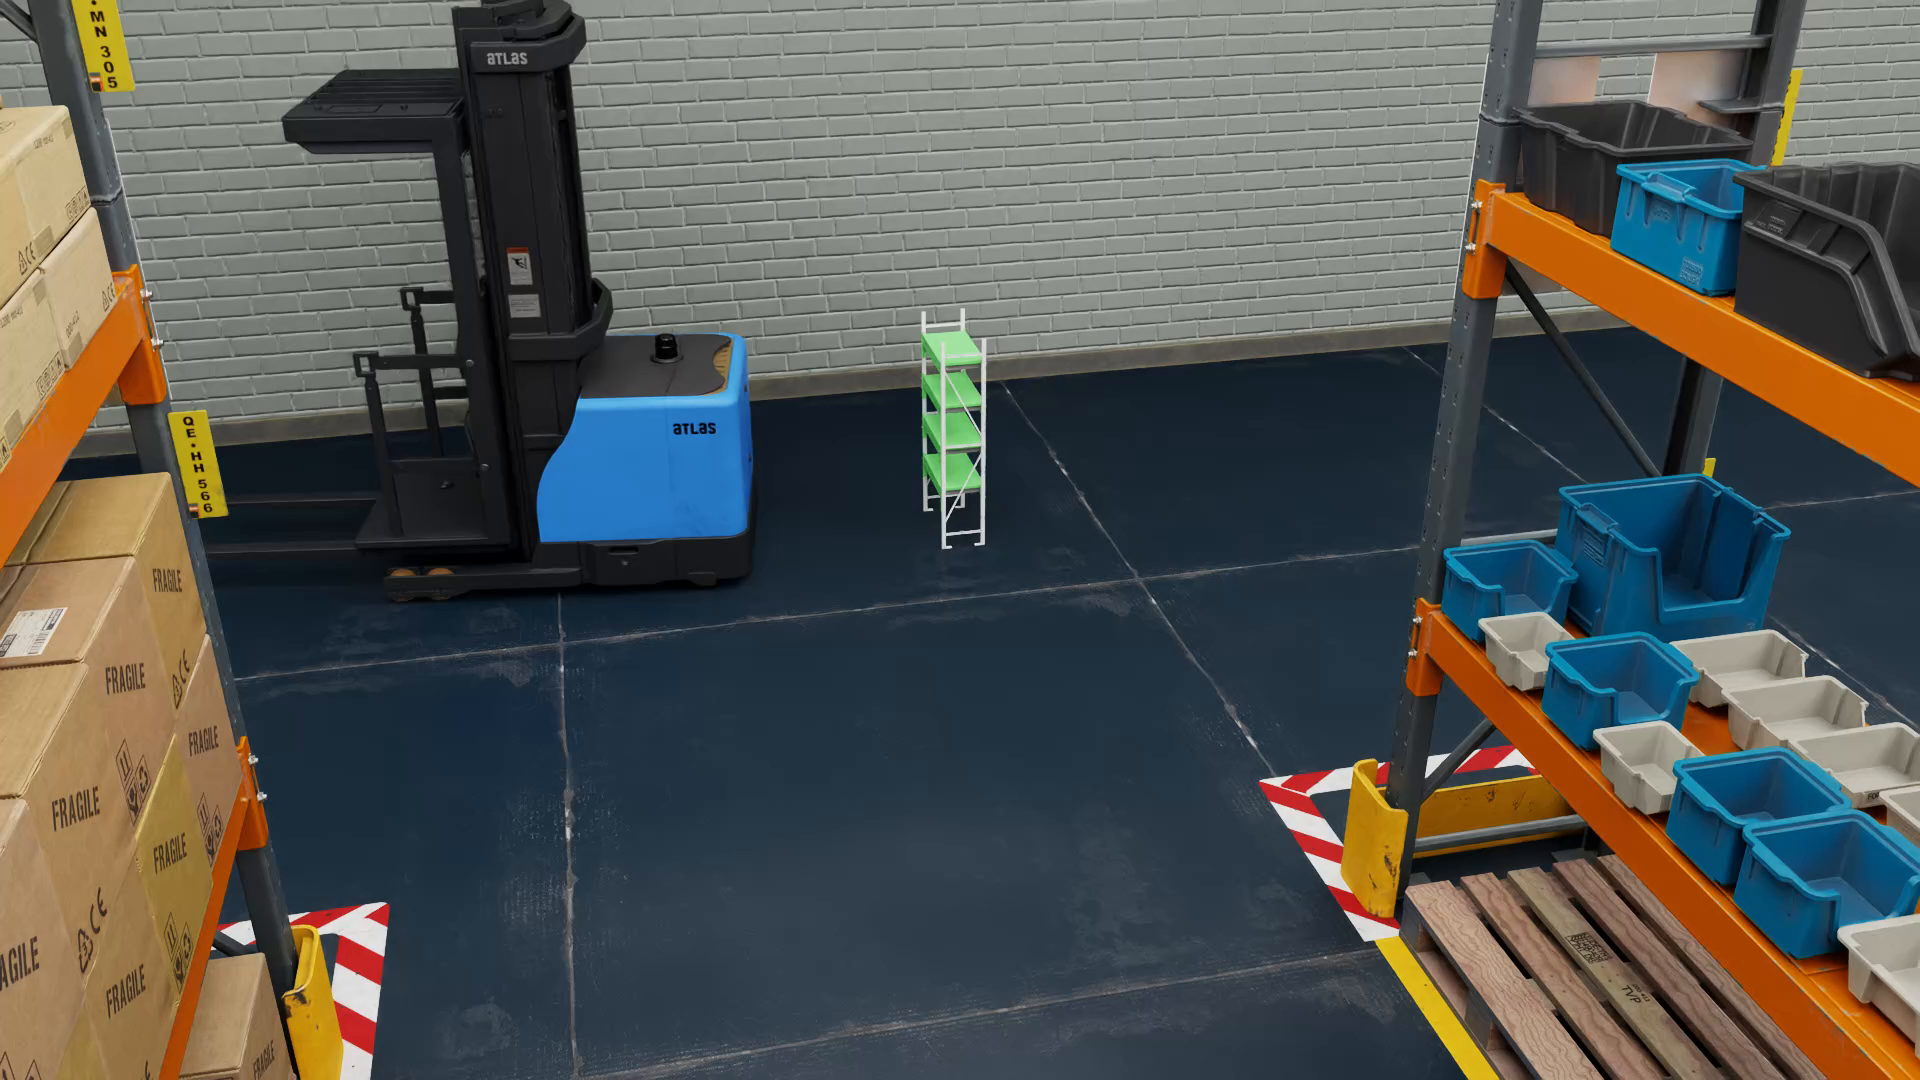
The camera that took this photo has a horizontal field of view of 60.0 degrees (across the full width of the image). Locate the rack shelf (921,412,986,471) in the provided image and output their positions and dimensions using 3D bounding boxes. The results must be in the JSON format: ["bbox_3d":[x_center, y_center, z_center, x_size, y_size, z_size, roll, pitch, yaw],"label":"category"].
[{"bbox_3d":[-0.037,-0.551,9.152,0.258,0.148,0.480,-6,27,-12],"label":"rack shelf"}]

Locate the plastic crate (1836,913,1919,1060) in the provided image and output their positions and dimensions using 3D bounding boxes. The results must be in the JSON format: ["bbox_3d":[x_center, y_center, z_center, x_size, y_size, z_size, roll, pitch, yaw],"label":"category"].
[{"bbox_3d":[2.344,1.106,3.956,0.293,0.136,0.466,-6,27,-12],"label":"plastic crate"}]

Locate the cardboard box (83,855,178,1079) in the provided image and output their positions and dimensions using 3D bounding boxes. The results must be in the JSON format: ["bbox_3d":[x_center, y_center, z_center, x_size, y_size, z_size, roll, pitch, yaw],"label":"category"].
[{"bbox_3d":[-2.106,1.066,3.699,0.500,0.500,0.500,-6,27,-11],"label":"cardboard box"}]

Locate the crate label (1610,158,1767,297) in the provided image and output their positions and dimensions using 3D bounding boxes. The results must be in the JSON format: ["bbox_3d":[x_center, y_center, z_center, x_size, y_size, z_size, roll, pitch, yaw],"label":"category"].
[{"bbox_3d":[2.021,-0.842,4.425,0.408,0.251,0.502,-6,27,-12],"label":"crate label"}]

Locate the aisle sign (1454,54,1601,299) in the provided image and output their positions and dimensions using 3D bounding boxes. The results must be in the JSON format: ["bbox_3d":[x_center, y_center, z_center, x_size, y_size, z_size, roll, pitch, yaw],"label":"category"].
[{"bbox_3d":[1.822,-1.169,5.352,0.394,0.787,0.004,-6,27,-12],"label":"aisle sign"}]

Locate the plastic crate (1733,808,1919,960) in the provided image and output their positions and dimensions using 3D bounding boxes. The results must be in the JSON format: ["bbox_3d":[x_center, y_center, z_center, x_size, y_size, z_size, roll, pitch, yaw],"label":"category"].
[{"bbox_3d":[2.227,0.892,4.272,0.416,0.233,0.300,-6,27,-12],"label":"plastic crate"}]

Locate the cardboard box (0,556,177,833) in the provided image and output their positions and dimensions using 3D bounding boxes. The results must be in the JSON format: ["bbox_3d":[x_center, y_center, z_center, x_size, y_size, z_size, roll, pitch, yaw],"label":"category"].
[{"bbox_3d":[-2.216,0.392,3.923,0.500,0.500,0.500,-5,27,-10],"label":"cardboard box"}]

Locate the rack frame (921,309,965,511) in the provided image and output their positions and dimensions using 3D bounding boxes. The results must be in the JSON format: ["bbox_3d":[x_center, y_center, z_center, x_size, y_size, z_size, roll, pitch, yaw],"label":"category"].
[{"bbox_3d":[-0.092,-0.715,9.336,0.240,1.200,0.015,-6,27,-12],"label":"rack frame"}]

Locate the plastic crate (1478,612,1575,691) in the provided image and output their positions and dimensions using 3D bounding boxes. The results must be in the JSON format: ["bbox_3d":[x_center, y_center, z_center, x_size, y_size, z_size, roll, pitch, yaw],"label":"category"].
[{"bbox_3d":[1.854,0.375,5.405,0.250,0.136,0.298,-6,27,-12],"label":"plastic crate"}]

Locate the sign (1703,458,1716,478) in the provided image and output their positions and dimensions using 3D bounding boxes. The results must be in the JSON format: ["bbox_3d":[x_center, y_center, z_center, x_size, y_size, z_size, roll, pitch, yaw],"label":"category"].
[{"bbox_3d":[2.660,-0.143,6.023,0.100,0.325,0.005,-6,27,-12],"label":"sign"}]

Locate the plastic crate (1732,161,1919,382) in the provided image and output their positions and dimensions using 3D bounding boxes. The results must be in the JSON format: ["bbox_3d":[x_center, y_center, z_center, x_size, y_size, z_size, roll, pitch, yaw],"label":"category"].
[{"bbox_3d":[2.204,-0.620,3.889,0.504,0.338,0.767,-6,27,-12],"label":"plastic crate"}]

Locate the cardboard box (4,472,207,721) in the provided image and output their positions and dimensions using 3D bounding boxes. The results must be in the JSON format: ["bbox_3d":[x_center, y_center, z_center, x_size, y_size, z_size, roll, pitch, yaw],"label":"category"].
[{"bbox_3d":[-2.331,0.171,4.362,0.500,0.500,0.500,-6,27,-12],"label":"cardboard box"}]

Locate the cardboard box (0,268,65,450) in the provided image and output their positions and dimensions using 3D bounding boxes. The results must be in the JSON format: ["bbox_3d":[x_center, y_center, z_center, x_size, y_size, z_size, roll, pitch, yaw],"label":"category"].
[{"bbox_3d":[-2.224,-0.359,3.469,0.500,0.250,0.500,-6,27,-12],"label":"cardboard box"}]

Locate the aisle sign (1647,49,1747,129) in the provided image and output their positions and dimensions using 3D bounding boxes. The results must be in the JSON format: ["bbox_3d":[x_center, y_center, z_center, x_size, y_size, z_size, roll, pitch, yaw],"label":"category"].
[{"bbox_3d":[2.397,-1.229,5.471,0.394,0.787,0.004,-6,27,-12],"label":"aisle sign"}]

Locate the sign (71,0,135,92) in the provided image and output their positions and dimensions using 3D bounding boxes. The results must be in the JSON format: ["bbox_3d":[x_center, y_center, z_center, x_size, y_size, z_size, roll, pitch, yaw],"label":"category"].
[{"bbox_3d":[-2.154,-1.288,4.161,0.100,0.325,0.005,-6,27,-12],"label":"sign"}]

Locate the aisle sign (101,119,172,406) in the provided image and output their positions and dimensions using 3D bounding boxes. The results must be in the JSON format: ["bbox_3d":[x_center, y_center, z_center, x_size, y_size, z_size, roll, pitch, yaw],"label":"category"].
[{"bbox_3d":[-2.416,-0.727,4.477,0.394,0.787,0.004,-6,27,-12],"label":"aisle sign"}]

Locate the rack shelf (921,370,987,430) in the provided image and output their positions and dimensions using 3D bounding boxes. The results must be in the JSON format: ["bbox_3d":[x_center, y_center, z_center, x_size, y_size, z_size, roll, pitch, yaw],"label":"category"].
[{"bbox_3d":[-0.037,-0.766,9.044,0.258,0.148,0.480,-6,27,-12],"label":"rack shelf"}]

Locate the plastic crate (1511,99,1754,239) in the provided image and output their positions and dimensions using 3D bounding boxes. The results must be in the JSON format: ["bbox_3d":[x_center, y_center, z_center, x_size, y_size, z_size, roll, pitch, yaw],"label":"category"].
[{"bbox_3d":[1.943,-1.091,4.898,0.497,0.269,0.590,-6,27,-12],"label":"plastic crate"}]

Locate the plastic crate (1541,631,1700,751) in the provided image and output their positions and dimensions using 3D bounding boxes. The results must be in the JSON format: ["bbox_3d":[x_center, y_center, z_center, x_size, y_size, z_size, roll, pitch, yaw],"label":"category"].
[{"bbox_3d":[2.011,0.472,5.106,0.416,0.233,0.300,-6,27,-12],"label":"plastic crate"}]

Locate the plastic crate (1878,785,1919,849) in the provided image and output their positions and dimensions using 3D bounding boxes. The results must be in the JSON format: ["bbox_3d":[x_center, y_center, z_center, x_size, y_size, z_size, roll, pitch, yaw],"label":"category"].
[{"bbox_3d":[2.710,0.800,4.562,0.298,0.136,0.250,-6,27,-12],"label":"plastic crate"}]

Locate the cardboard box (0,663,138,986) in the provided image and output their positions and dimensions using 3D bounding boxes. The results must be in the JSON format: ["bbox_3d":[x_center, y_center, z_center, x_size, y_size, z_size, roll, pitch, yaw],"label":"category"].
[{"bbox_3d":[-2.095,0.619,3.473,0.500,0.500,0.500,-5,27,-10],"label":"cardboard box"}]

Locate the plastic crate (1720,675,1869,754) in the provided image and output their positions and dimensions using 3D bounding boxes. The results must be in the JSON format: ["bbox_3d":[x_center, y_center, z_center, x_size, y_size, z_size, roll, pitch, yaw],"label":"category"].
[{"bbox_3d":[2.539,0.552,5.053,0.396,0.136,0.243,-6,27,-12],"label":"plastic crate"}]

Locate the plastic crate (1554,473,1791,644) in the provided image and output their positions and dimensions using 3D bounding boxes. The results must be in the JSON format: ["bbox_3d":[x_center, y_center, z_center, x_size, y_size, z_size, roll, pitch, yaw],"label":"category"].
[{"bbox_3d":[2.385,0.078,5.660,0.616,0.435,0.499,-6,27,-12],"label":"plastic crate"}]

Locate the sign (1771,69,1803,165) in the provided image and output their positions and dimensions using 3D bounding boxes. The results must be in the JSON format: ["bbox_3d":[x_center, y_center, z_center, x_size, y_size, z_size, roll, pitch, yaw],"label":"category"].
[{"bbox_3d":[2.660,-1.363,5.408,0.100,0.325,0.005,-6,27,-12],"label":"sign"}]

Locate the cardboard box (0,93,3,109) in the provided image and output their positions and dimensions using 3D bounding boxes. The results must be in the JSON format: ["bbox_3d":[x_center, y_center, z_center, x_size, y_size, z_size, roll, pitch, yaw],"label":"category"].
[{"bbox_3d":[-2.567,-1.112,3.575,0.700,0.500,0.500,-6,27,-12],"label":"cardboard box"}]

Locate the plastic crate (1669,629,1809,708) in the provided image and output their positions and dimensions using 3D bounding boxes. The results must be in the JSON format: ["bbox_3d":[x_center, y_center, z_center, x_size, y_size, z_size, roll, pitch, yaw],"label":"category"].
[{"bbox_3d":[2.488,0.423,5.308,0.396,0.136,0.243,-6,27,-12],"label":"plastic crate"}]

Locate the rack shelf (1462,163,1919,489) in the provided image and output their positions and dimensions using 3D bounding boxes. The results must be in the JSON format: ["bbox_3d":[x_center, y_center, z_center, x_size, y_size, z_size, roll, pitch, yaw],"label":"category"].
[{"bbox_3d":[2.578,-0.147,3.682,1.077,0.370,4.000,-6,27,-12],"label":"rack shelf"}]

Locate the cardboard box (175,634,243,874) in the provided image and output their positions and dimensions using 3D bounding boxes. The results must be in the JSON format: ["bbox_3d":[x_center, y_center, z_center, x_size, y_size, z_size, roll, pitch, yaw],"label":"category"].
[{"bbox_3d":[-2.333,0.619,4.585,0.500,0.500,0.500,-5,27,-10],"label":"cardboard box"}]

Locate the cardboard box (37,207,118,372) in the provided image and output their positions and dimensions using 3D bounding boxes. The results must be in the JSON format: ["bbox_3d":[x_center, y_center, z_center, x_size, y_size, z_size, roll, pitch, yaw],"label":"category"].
[{"bbox_3d":[-2.326,-0.579,3.906,0.500,0.250,0.500,-6,27,-12],"label":"cardboard box"}]

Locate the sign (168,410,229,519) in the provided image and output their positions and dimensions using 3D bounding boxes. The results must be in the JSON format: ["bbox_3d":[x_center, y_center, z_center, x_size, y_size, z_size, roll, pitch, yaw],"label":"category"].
[{"bbox_3d":[-2.154,-0.211,4.704,0.100,0.325,0.005,-6,27,-12],"label":"sign"}]

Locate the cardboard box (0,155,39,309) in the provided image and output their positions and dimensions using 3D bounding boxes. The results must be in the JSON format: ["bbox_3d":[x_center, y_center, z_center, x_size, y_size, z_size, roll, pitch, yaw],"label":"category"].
[{"bbox_3d":[-2.222,-0.582,3.357,0.500,0.250,0.500,-6,27,-12],"label":"cardboard box"}]

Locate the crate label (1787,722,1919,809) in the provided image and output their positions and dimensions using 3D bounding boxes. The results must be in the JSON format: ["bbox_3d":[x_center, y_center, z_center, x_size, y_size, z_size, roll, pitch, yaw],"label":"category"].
[{"bbox_3d":[2.626,0.672,4.816,0.396,0.136,0.243,-6,27,-12],"label":"crate label"}]

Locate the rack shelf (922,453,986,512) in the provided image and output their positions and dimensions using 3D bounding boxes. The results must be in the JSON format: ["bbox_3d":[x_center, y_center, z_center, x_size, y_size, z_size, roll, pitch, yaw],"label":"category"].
[{"bbox_3d":[-0.037,-0.337,9.261,0.258,0.148,0.480,-6,27,-12],"label":"rack shelf"}]

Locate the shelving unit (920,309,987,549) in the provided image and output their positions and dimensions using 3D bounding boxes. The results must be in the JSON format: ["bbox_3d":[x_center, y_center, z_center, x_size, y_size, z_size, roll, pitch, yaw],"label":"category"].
[{"bbox_3d":[-0.037,-0.608,9.124,0.258,1.200,0.503,-6,27,-12],"label":"shelving unit"}]

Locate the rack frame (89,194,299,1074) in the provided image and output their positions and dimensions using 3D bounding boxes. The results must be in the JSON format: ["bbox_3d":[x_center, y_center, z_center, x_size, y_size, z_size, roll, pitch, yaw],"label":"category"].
[{"bbox_3d":[-2.699,0.494,4.942,1.000,3.000,0.127,-6,27,-12],"label":"rack frame"}]

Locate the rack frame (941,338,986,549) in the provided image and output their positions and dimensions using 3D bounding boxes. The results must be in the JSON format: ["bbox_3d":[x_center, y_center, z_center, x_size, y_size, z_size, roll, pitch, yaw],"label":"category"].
[{"bbox_3d":[0.018,-0.501,8.911,0.240,1.200,0.015,-6,27,-12],"label":"rack frame"}]

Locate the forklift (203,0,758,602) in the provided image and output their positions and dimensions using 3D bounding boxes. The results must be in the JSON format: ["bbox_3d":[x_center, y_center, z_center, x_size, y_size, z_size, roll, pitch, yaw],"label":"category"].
[{"bbox_3d":[-2.642,-1.235,8.445,3.031,2.935,1.130,-2,27,-4],"label":"forklift"}]

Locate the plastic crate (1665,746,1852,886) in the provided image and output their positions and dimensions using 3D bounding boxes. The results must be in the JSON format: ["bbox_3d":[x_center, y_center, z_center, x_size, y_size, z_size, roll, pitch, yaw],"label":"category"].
[{"bbox_3d":[2.159,0.761,4.533,0.416,0.233,0.300,-6,27,-12],"label":"plastic crate"}]

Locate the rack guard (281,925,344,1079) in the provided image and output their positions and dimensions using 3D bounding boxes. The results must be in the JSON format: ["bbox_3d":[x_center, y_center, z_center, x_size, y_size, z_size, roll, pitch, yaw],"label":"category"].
[{"bbox_3d":[-2.682,1.643,5.439,1.175,0.500,0.348,-6,27,-12],"label":"rack guard"}]

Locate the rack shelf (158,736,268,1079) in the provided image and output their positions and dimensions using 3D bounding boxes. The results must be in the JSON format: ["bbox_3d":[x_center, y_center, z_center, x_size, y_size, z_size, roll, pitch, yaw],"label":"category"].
[{"bbox_3d":[-2.248,1.693,3.365,1.077,0.370,4.000,-6,27,-12],"label":"rack shelf"}]

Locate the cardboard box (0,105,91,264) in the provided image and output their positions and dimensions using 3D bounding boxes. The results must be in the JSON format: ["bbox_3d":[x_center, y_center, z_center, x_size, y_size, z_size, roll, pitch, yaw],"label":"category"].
[{"bbox_3d":[-2.335,-0.801,3.792,0.500,0.250,0.500,-6,27,-12],"label":"cardboard box"}]

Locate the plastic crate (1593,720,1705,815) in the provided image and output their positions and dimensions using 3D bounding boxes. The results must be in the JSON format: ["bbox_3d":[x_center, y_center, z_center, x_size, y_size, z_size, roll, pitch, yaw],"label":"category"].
[{"bbox_3d":[2.007,0.673,4.815,0.250,0.136,0.298,-6,27,-12],"label":"plastic crate"}]

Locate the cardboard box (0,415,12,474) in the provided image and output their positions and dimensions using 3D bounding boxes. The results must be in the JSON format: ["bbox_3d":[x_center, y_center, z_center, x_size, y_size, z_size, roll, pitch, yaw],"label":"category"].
[{"bbox_3d":[-2.099,-0.140,3.037,0.500,0.250,0.500,-6,27,-12],"label":"cardboard box"}]

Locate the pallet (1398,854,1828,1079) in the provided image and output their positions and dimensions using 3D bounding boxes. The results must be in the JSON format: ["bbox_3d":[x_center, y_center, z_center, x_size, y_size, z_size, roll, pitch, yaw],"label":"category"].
[{"bbox_3d":[2.276,1.604,5.838,1.003,0.211,1.213,-6,27,-12],"label":"pallet"}]

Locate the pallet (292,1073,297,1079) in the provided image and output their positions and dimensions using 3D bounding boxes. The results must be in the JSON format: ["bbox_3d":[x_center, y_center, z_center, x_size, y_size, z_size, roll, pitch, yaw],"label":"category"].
[{"bbox_3d":[-2.501,2.122,4.811,1.003,0.211,1.213,-6,27,-12],"label":"pallet"}]

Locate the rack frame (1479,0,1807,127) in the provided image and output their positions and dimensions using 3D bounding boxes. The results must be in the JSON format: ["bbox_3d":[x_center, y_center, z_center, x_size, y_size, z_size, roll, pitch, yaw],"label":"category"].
[{"bbox_3d":[2.128,-2.685,4.583,1.000,3.000,0.127,-6,27,-12],"label":"rack frame"}]

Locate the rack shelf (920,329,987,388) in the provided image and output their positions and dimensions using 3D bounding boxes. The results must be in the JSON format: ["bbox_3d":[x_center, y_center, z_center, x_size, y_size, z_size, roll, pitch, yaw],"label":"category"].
[{"bbox_3d":[-0.037,-0.980,8.936,0.258,0.148,0.480,-6,27,-12],"label":"rack shelf"}]

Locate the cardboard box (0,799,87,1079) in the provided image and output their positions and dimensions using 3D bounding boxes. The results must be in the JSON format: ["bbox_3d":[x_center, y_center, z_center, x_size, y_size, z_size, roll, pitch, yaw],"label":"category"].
[{"bbox_3d":[-1.979,0.845,3.026,0.500,0.500,0.500,-5,27,-10],"label":"cardboard box"}]

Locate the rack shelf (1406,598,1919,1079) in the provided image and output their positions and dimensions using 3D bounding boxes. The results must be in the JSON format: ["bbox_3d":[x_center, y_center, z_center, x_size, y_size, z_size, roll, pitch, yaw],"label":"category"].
[{"bbox_3d":[2.578,1.192,4.358,1.077,0.370,4.000,-6,27,-12],"label":"rack shelf"}]

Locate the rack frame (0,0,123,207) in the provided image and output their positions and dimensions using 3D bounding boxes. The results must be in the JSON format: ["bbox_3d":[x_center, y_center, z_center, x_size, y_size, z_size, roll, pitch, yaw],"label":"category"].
[{"bbox_3d":[-2.699,-2.184,3.590,1.000,3.000,0.127,-6,27,-12],"label":"rack frame"}]

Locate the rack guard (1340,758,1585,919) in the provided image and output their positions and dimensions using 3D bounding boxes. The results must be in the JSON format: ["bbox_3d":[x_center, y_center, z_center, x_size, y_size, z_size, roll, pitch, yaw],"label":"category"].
[{"bbox_3d":[2.110,1.100,6.517,1.175,0.500,0.348,-6,27,-12],"label":"rack guard"}]

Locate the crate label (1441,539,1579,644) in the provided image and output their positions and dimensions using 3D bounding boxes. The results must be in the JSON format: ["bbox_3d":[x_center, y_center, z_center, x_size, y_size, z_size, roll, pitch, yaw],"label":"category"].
[{"bbox_3d":[1.863,0.183,5.678,0.416,0.233,0.303,-6,27,-12],"label":"crate label"}]

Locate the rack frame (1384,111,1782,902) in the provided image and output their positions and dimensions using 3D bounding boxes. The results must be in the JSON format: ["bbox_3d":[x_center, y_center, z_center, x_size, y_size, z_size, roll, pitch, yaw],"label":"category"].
[{"bbox_3d":[2.128,-0.007,5.935,1.000,3.000,0.127,-6,27,-12],"label":"rack frame"}]

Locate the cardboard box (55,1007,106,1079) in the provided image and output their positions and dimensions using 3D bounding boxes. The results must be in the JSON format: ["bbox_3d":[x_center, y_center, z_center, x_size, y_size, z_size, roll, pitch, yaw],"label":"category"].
[{"bbox_3d":[-1.992,1.287,3.261,0.500,0.500,0.500,-6,27,-12],"label":"cardboard box"}]

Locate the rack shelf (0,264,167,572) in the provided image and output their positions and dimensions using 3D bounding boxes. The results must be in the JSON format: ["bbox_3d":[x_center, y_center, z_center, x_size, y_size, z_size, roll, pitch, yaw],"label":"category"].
[{"bbox_3d":[-2.248,0.354,2.689,1.077,0.370,4.000,-6,27,-12],"label":"rack shelf"}]

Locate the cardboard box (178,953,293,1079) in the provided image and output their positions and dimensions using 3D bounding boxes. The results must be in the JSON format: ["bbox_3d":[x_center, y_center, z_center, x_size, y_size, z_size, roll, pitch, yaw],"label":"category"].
[{"bbox_3d":[-2.337,1.627,4.983,0.500,0.500,0.500,-6,27,-12],"label":"cardboard box"}]

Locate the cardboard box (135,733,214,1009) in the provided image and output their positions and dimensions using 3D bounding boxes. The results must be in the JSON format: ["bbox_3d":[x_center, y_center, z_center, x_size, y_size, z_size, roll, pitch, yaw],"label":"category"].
[{"bbox_3d":[-2.213,0.846,4.134,0.500,0.500,0.500,-6,27,-11],"label":"cardboard box"}]
